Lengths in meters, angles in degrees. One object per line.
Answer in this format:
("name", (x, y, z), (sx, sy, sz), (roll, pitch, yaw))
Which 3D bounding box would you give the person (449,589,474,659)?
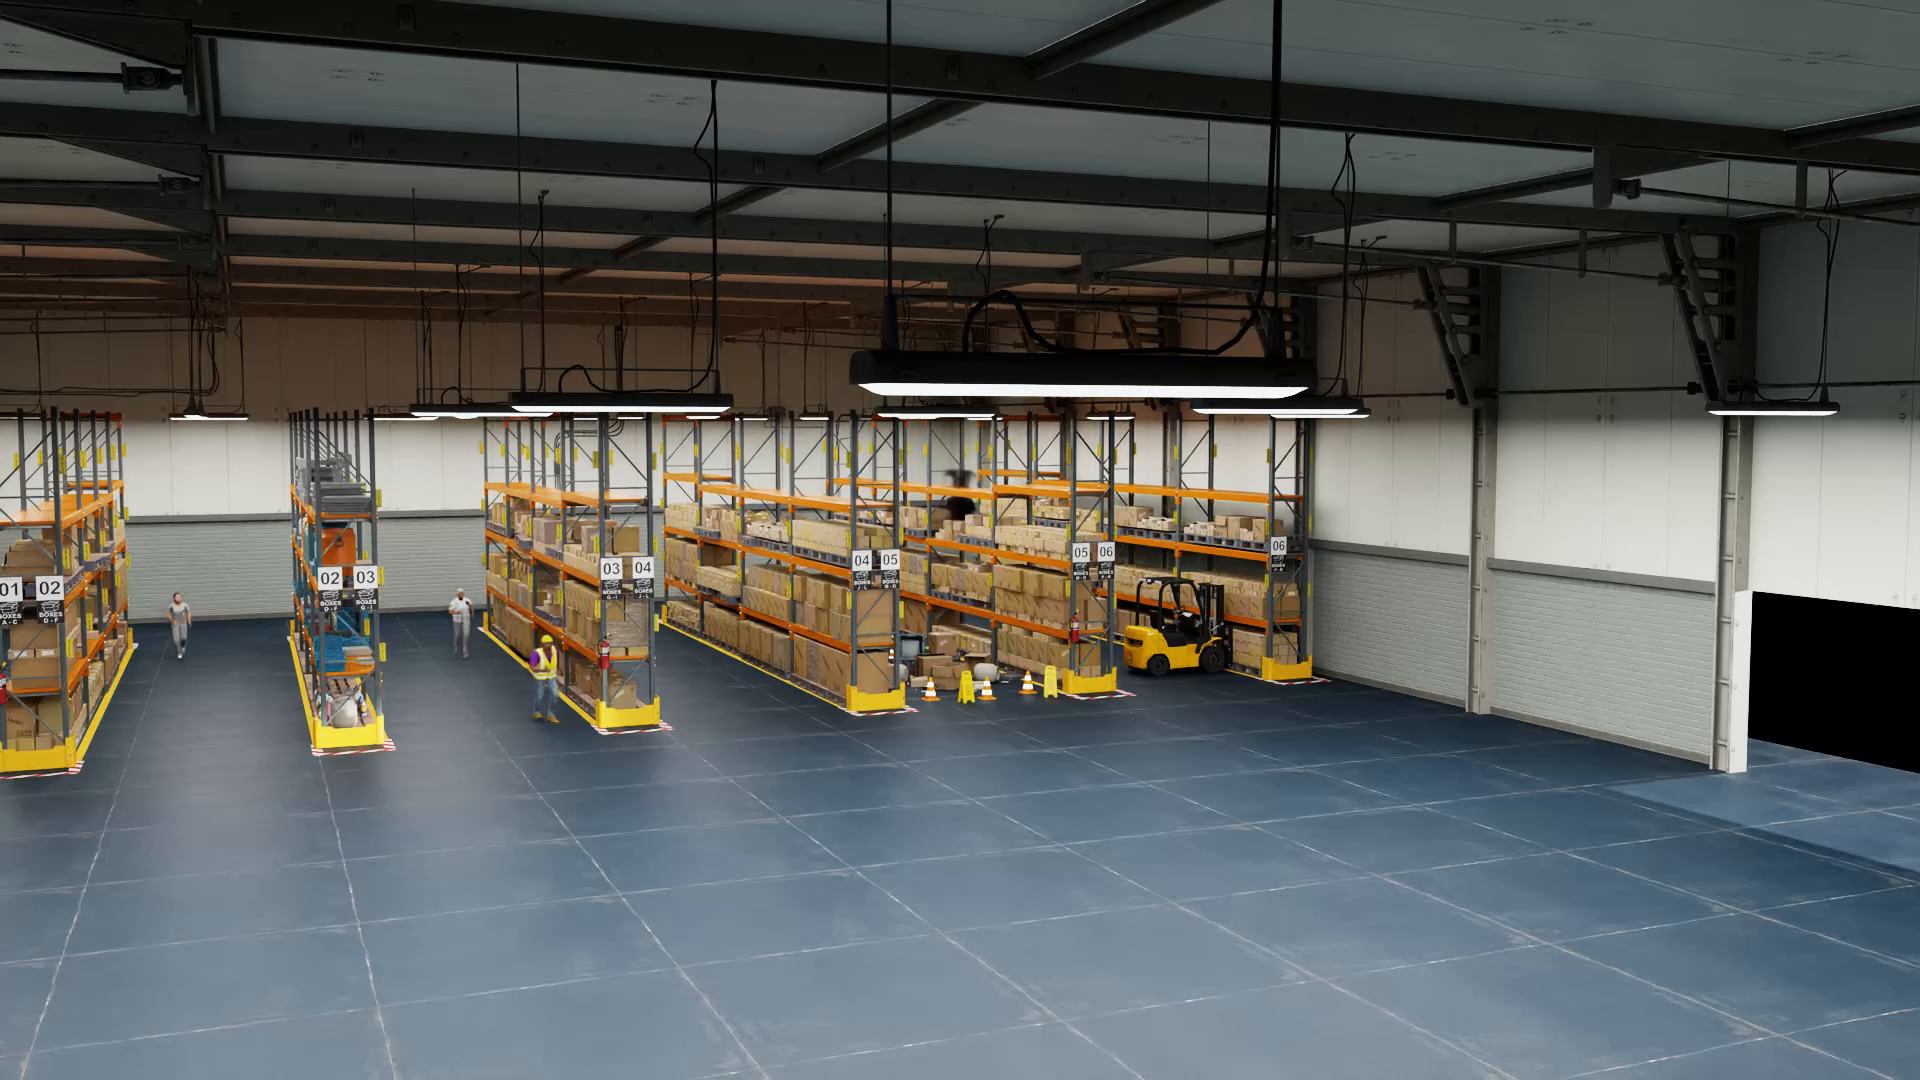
("person", (-12.259, 2.035, 40.905), (0.594, 1.709, 0.901), (-1, 4, -17))

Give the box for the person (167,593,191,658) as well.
("person", (-19.005, 2.084, 40.484), (0.540, 1.615, 0.599), (-2, 5, -28))

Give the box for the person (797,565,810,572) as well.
("person", (-4.944, 1.144, 52.753), (0.855, 1.752, 0.670), (-4, 5, -42))

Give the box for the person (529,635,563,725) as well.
("person", (-7.909, 2.653, 31.769), (0.717, 1.730, 0.939), (-2, 5, -32))
